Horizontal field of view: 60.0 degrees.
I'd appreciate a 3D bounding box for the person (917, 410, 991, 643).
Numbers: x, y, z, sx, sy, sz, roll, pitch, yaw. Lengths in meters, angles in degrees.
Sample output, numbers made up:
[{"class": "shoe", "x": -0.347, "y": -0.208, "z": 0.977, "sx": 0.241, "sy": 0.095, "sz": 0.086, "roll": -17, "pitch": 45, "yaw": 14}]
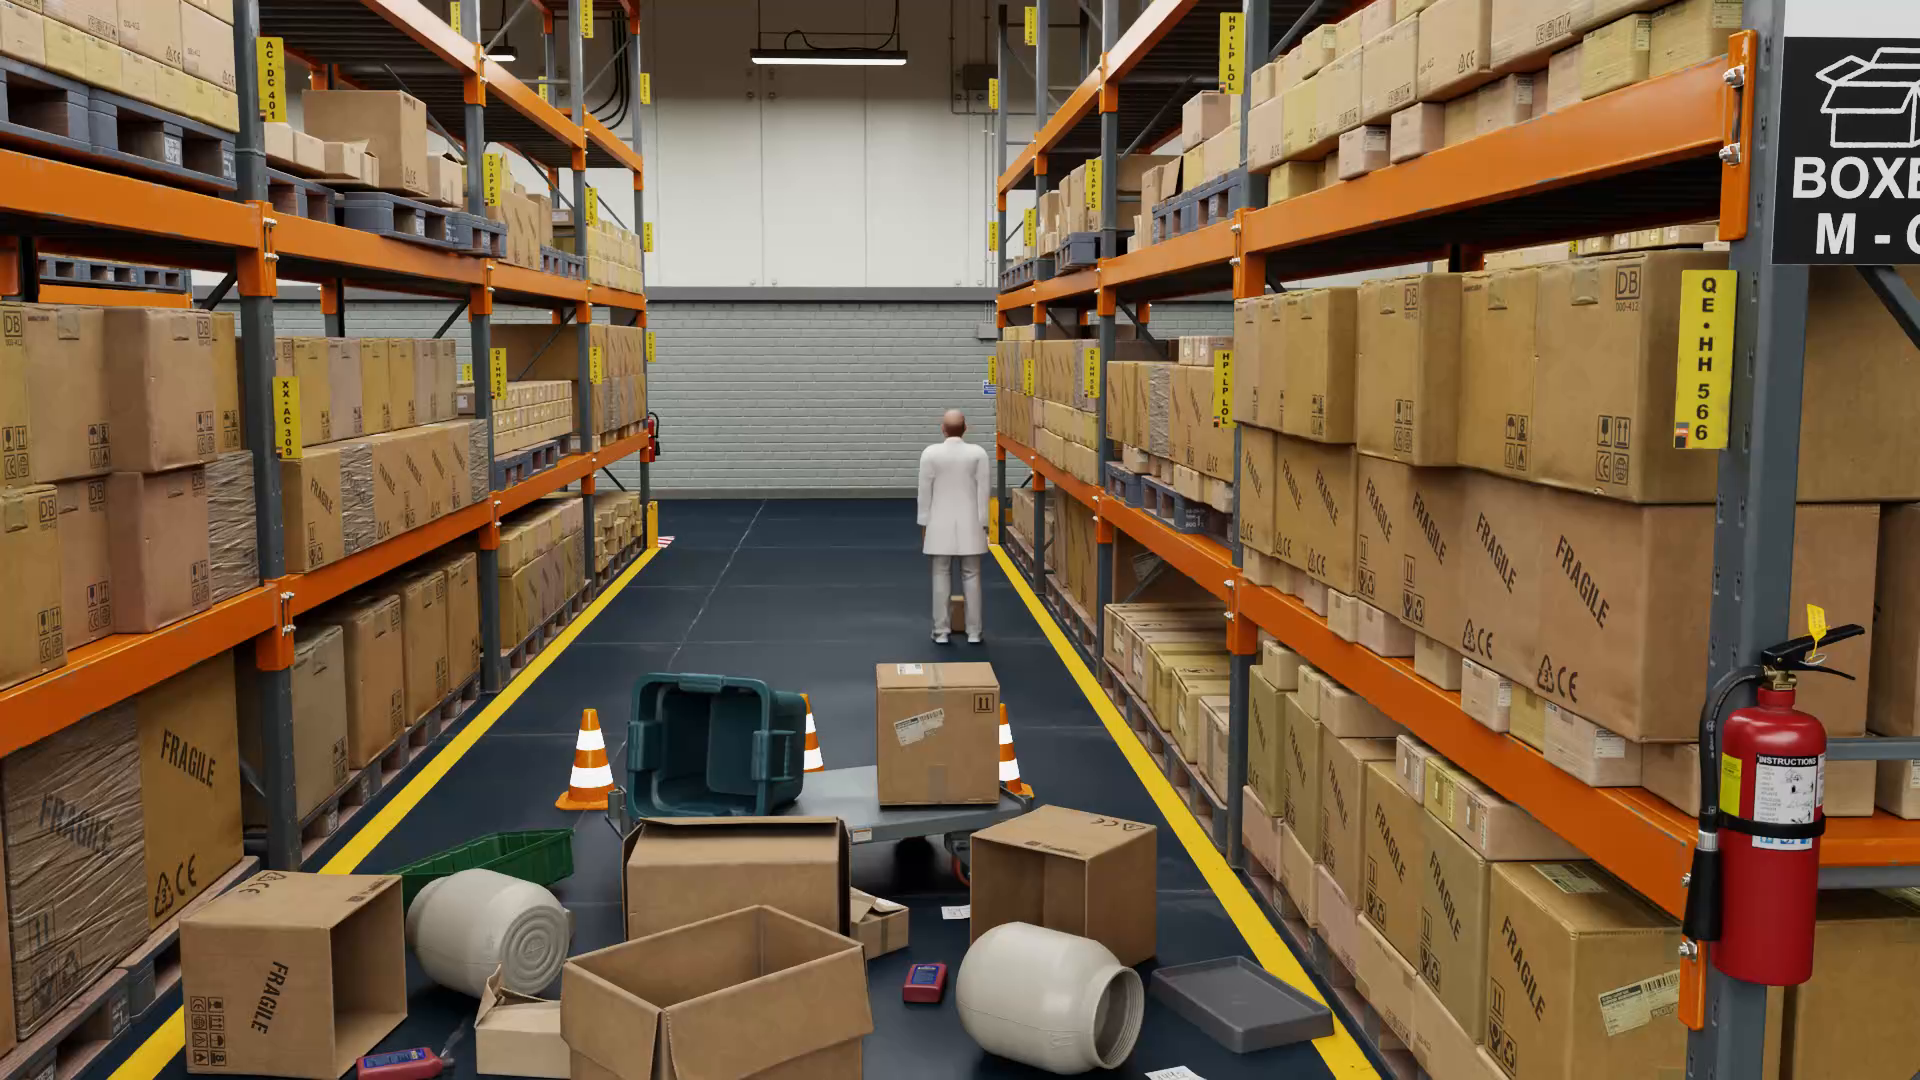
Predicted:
[{"class": "person", "x": -0.050, "y": -0.107, "z": 12.714, "sx": 0.561, "sy": 1.781, "sz": 0.377, "roll": 0, "pitch": 7, "yaw": -2}]
